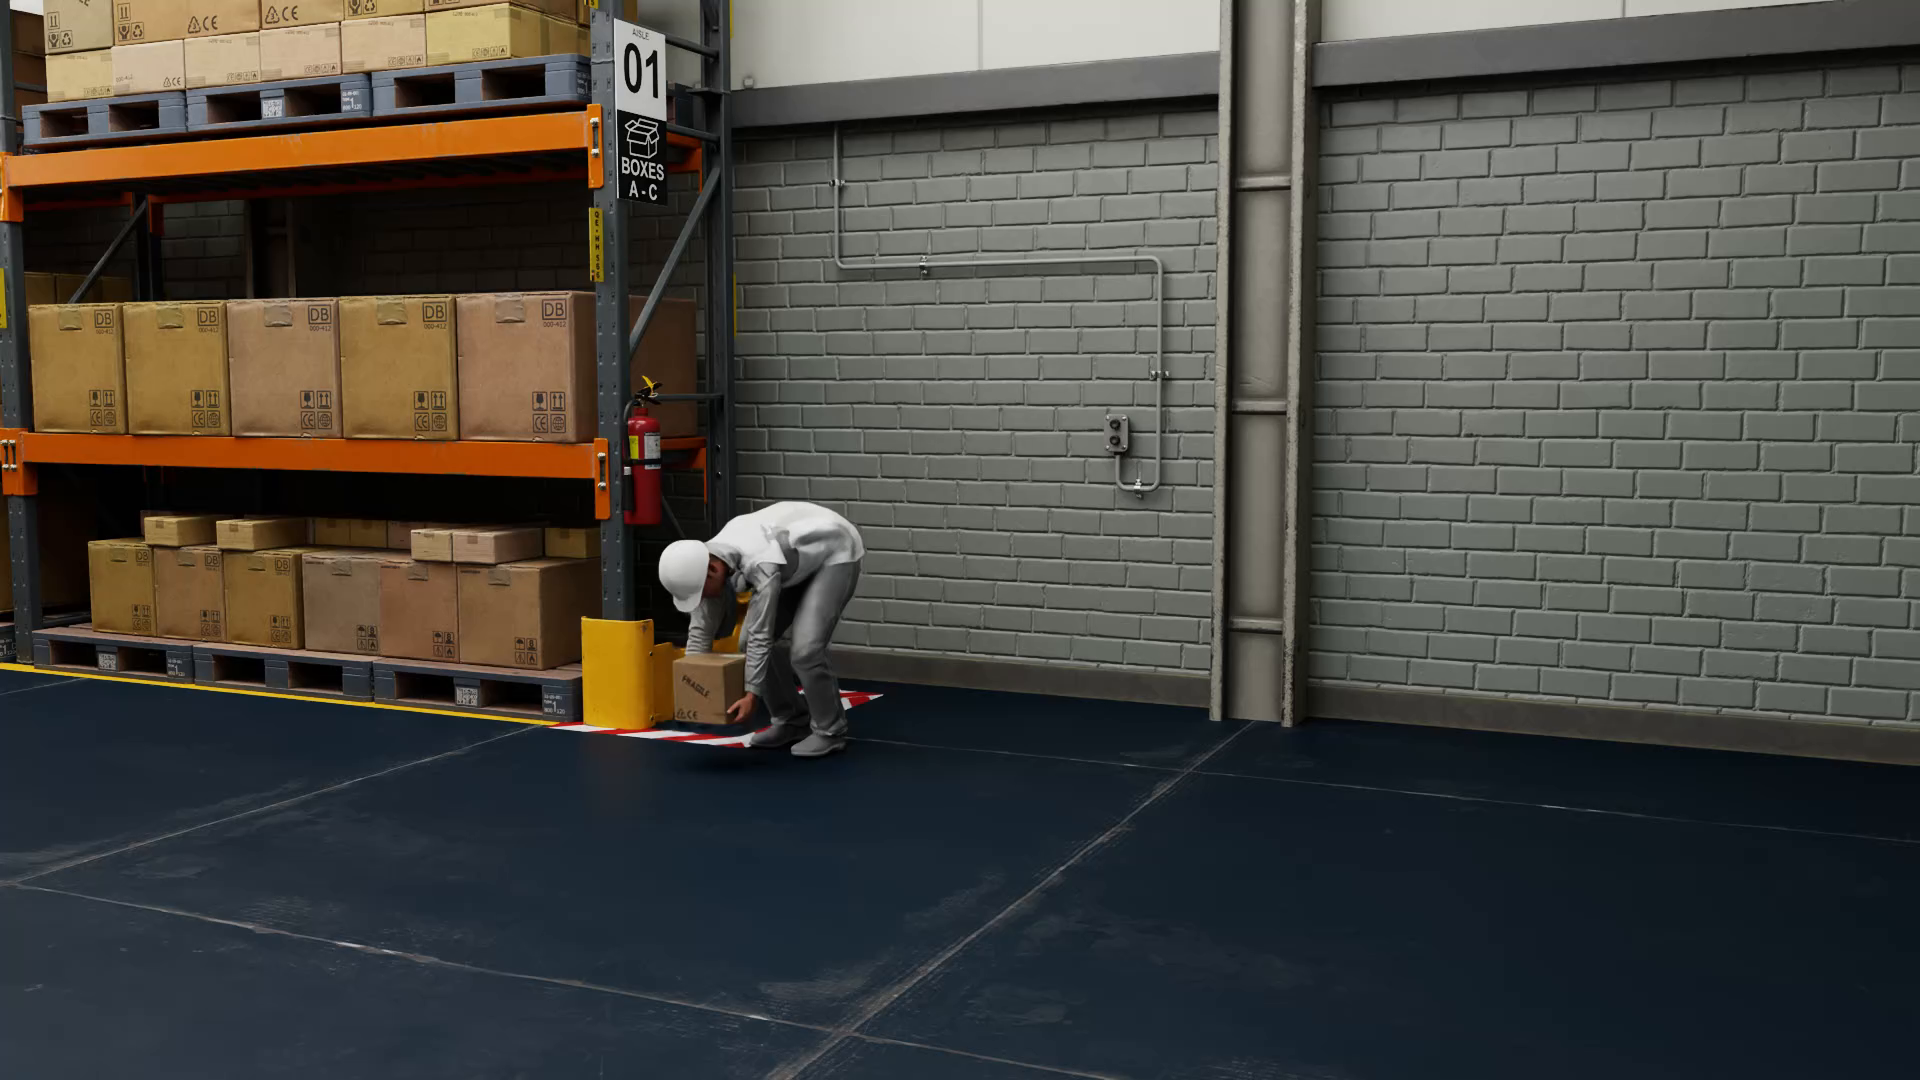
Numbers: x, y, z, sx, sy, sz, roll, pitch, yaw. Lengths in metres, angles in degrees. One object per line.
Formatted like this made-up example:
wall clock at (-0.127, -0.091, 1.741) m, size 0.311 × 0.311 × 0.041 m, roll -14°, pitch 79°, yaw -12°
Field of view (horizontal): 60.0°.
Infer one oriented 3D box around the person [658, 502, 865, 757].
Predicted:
person at (-0.846, 0.387, 6.999) m, size 0.485 × 1.077 × 1.010 m, roll 5°, pitch 7°, yaw 42°
